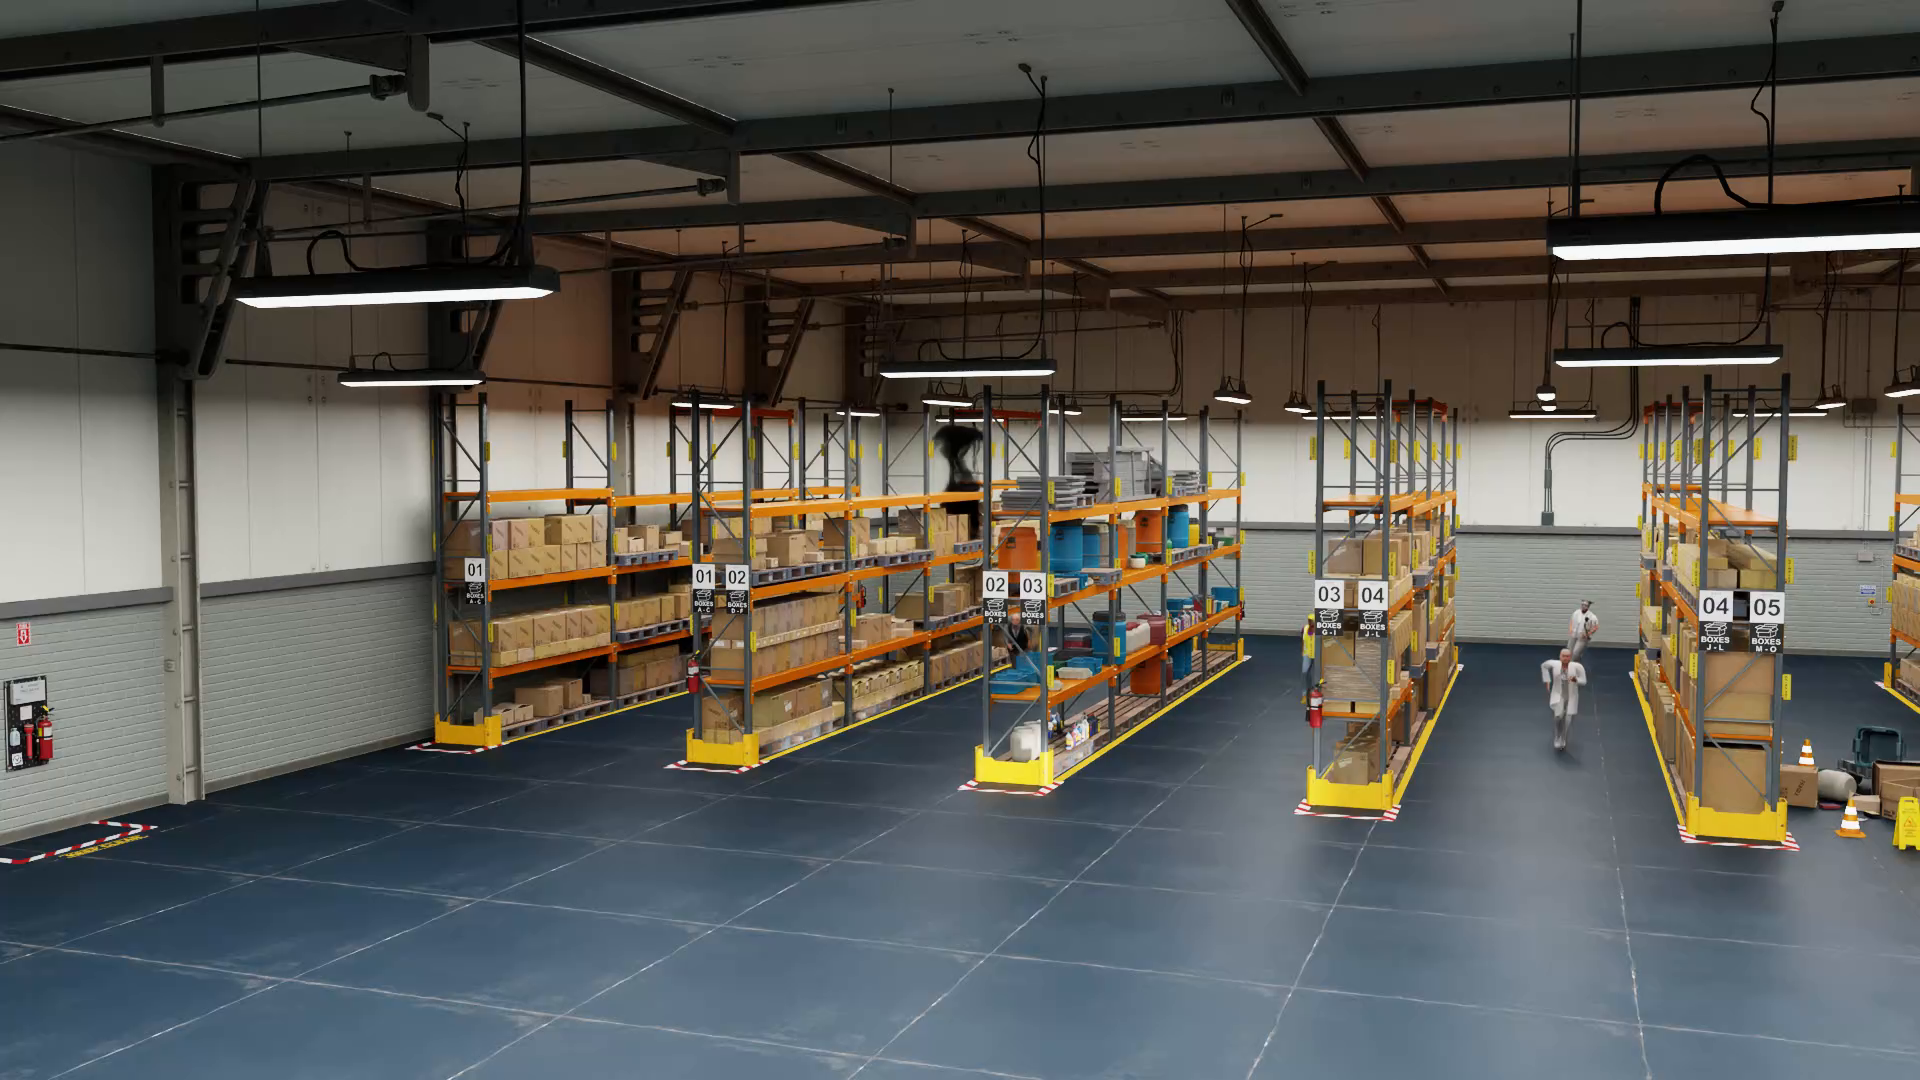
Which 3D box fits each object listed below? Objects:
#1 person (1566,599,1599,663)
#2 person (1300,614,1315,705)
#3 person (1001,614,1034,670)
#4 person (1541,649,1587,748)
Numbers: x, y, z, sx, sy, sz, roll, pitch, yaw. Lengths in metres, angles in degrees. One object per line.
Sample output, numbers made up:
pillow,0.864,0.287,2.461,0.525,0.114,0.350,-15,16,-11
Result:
person,14.098,2.162,37.611,0.619,1.690,0.749,-2,4,-39
person,7.113,2.360,33.281,0.644,1.797,1.114,1,3,24
person,1.207,2.350,34.757,0.697,1.680,1.008,0,3,4
person,10.075,2.649,27.763,0.690,1.706,0.951,1,3,15
